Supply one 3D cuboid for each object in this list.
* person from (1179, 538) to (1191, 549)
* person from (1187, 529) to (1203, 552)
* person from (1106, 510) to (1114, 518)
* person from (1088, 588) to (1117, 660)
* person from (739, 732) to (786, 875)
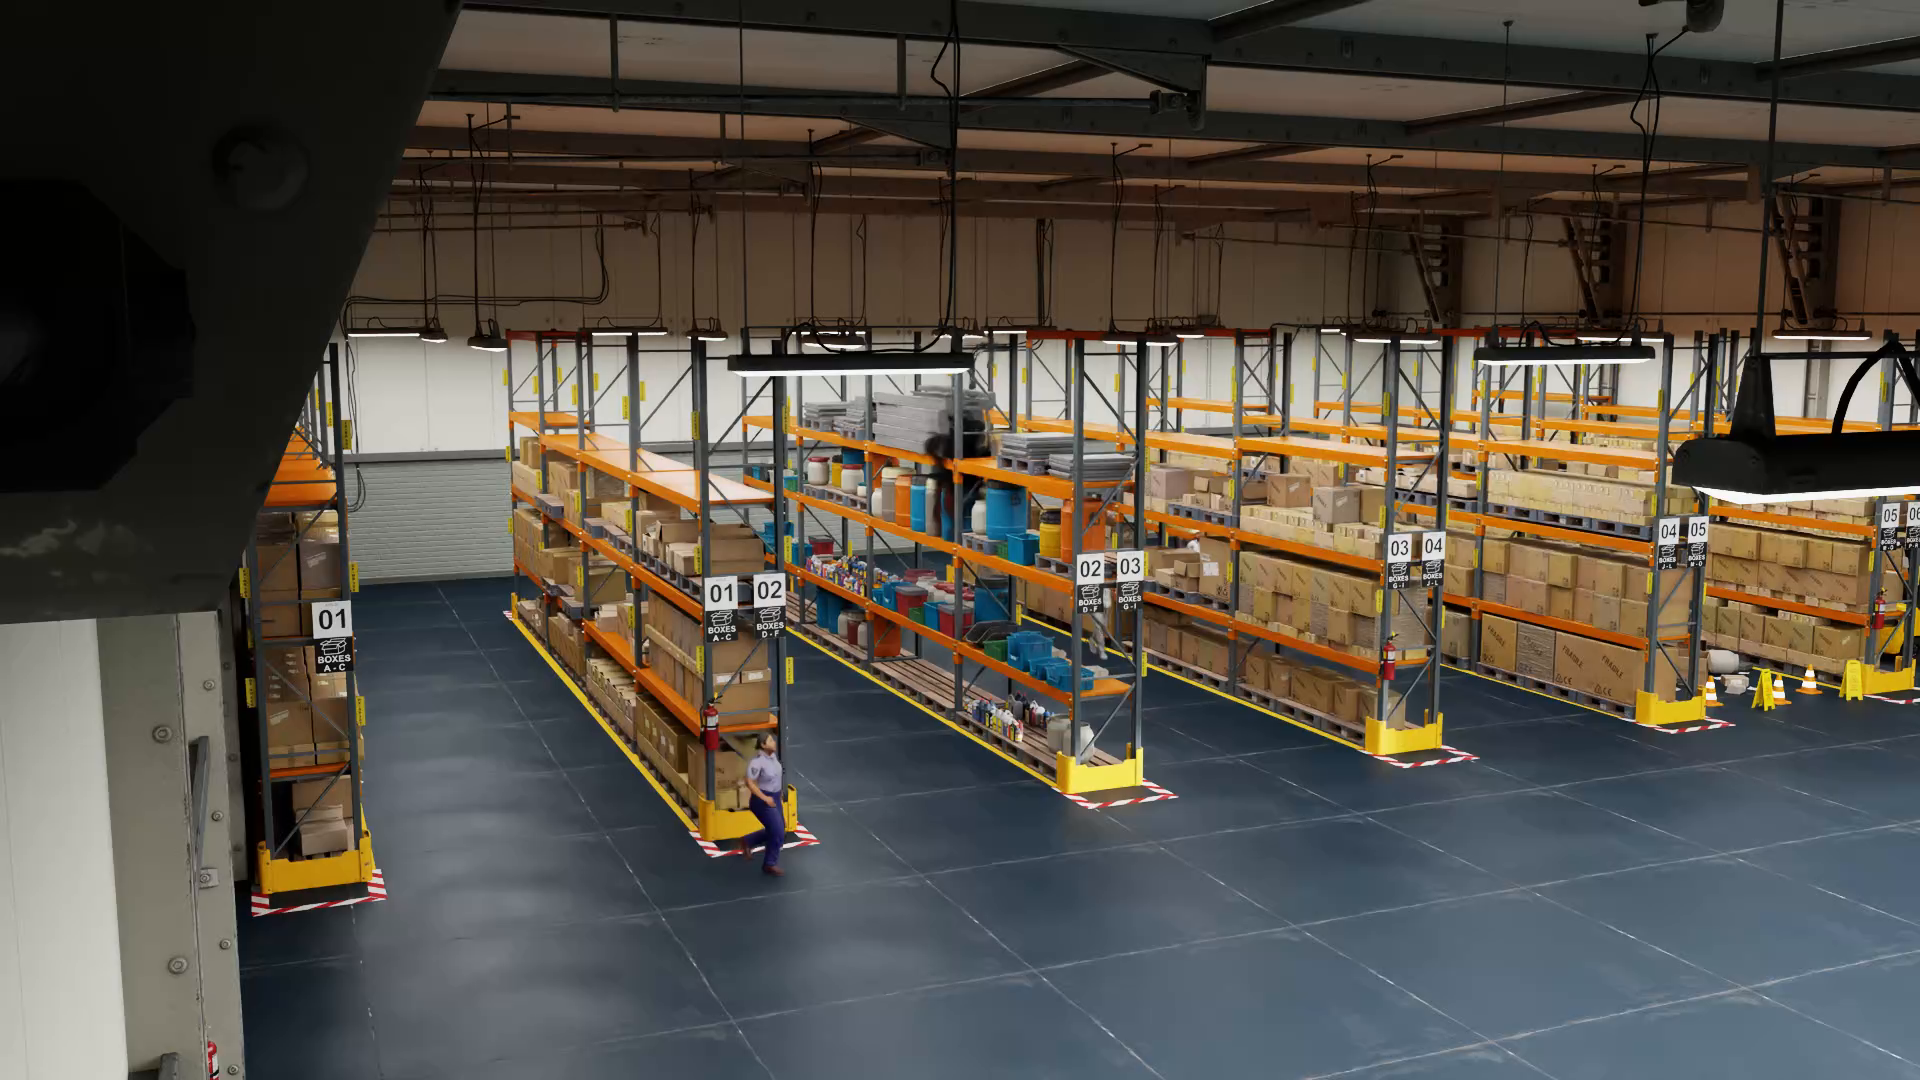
[{"bbox_3d":[5.771,-0.247,42.317,0.882,1.714,0.584,-3,8,-19],"label":"person"},{"bbox_3d":[5.155,0.600,35.676,0.664,1.771,0.963,-3,8,-19],"label":"person"},{"bbox_3d":[3.505,0.117,39.701,0.705,1.650,0.603,-2,8,-12],"label":"person"},{"bbox_3d":[2.478,1.185,29.443,0.689,1.780,0.797,-2,8,-18],"label":"person"},{"bbox_3d":[-2.241,2.986,18.968,0.598,1.617,0.636,2,8,16],"label":"person"}]
